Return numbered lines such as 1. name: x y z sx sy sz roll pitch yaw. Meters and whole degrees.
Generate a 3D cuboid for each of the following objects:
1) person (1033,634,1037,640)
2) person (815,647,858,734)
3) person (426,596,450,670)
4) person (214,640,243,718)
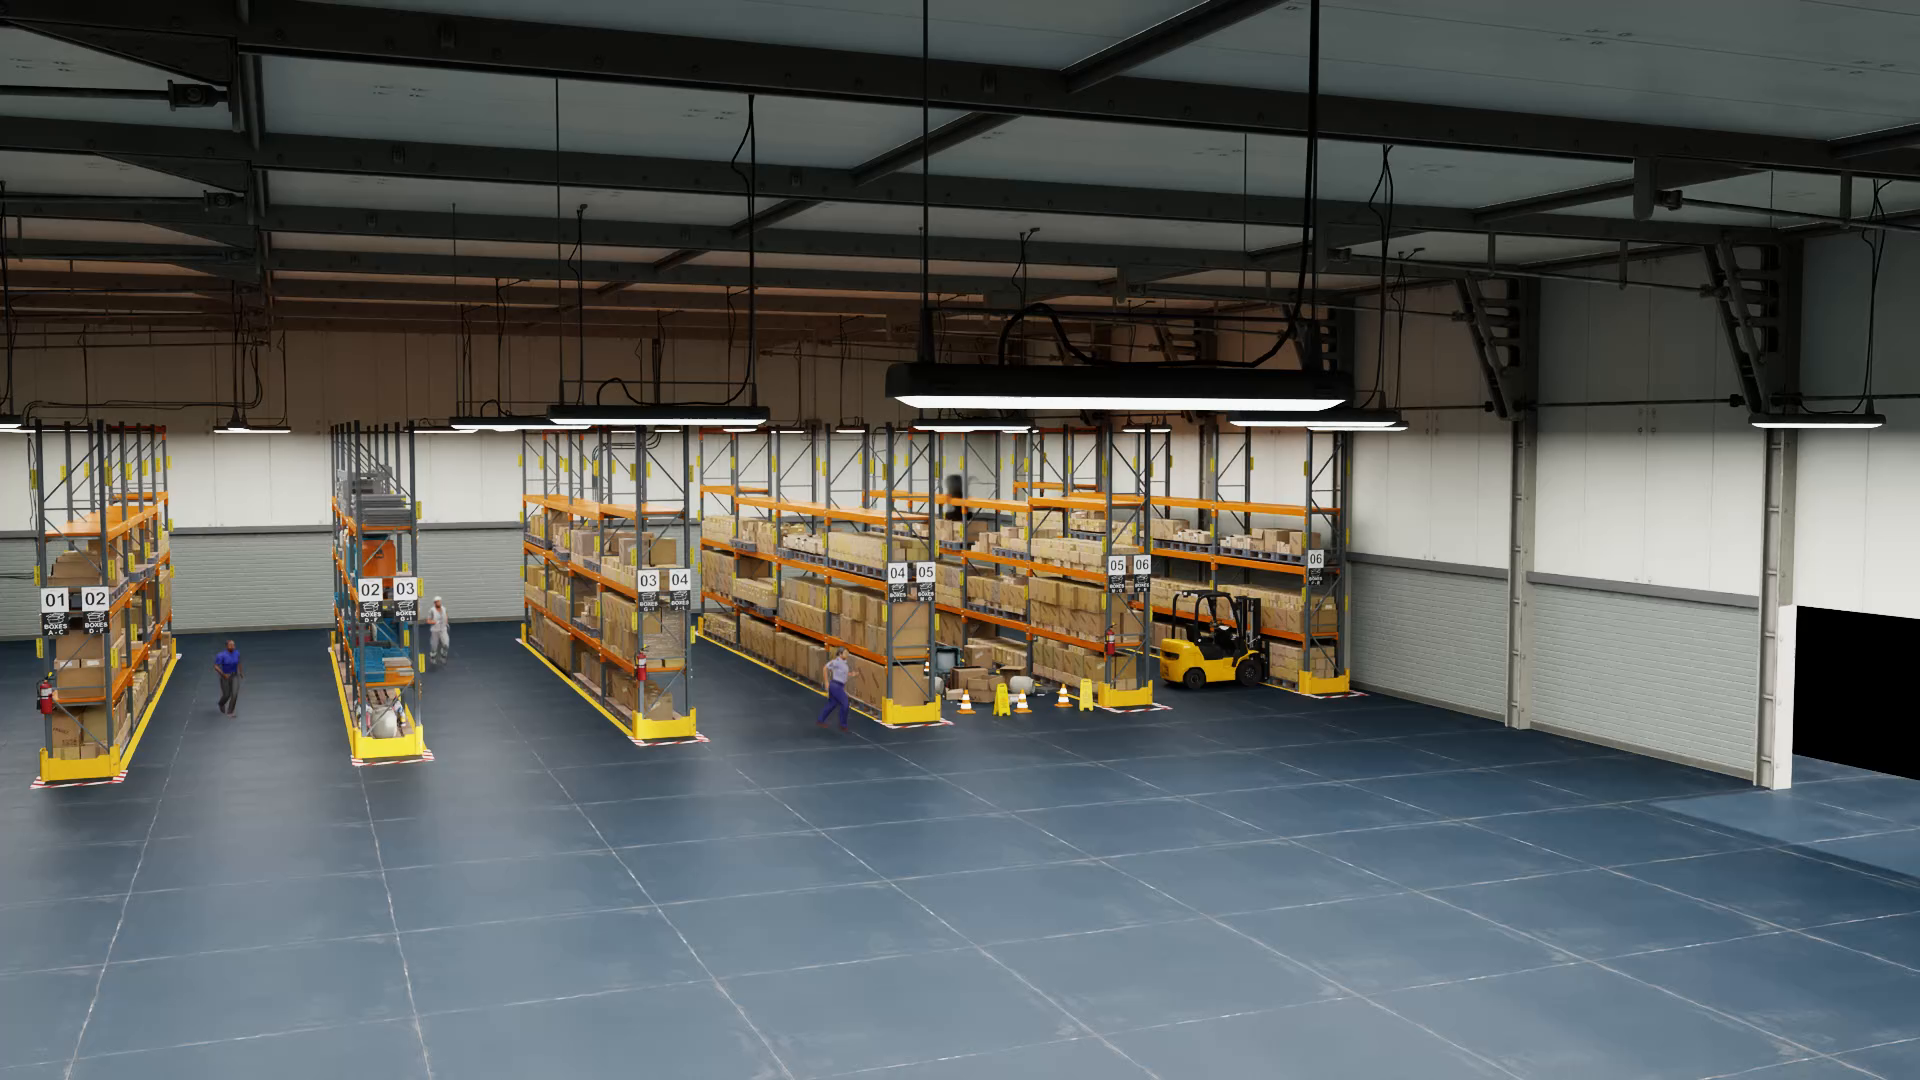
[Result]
1. person: 1.893 2.100 46.761 0.762 1.432 0.565 2 4 34
2. person: -2.386 2.912 32.068 0.874 1.716 0.586 0 4 6
3. person: -12.786 2.283 40.803 0.630 1.829 0.842 -3 4 -36
4. person: -14.941 2.816 33.944 0.572 1.602 0.646 -3 5 -42
